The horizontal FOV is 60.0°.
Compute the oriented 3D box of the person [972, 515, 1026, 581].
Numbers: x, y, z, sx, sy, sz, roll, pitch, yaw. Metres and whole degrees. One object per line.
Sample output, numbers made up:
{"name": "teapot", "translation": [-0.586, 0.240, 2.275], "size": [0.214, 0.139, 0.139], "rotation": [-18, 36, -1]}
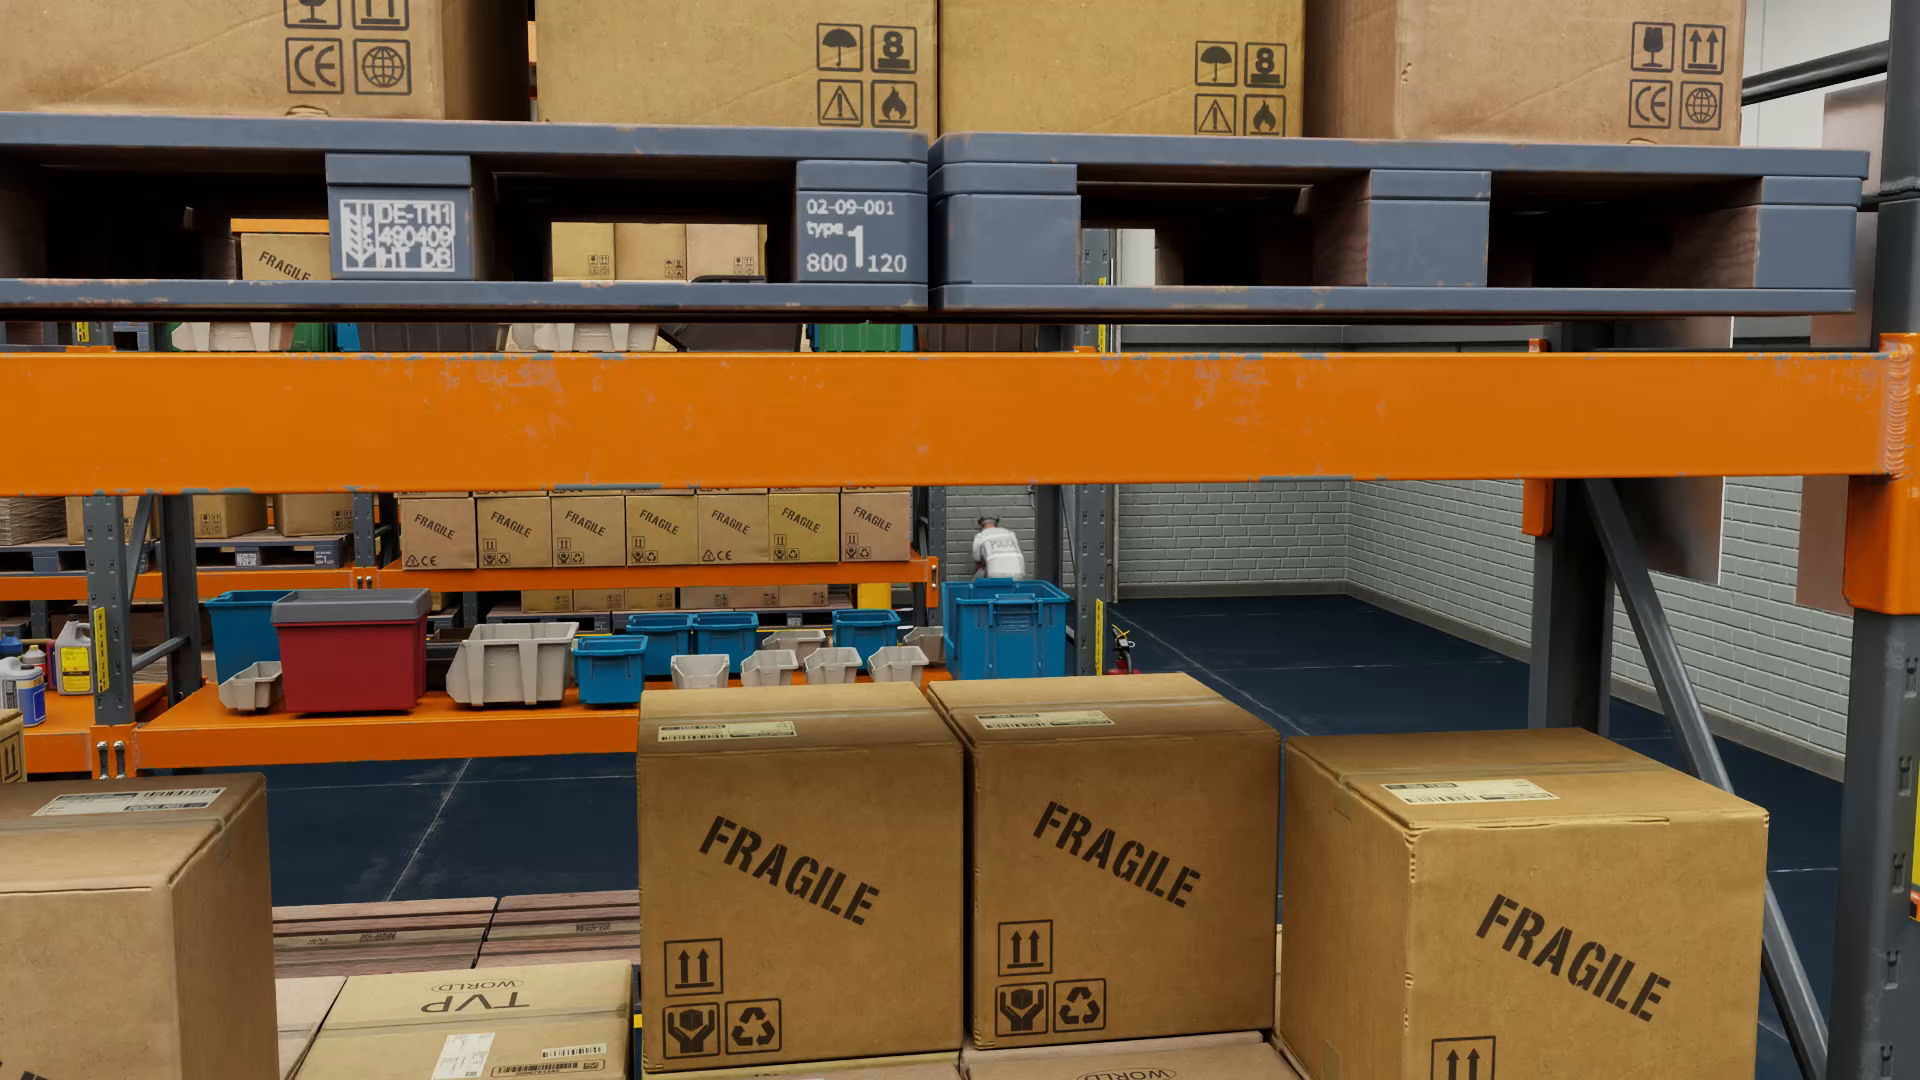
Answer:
{"name": "person", "translation": [0.422, 0.258, 18.238], "size": [0.545, 1.021, 0.912], "rotation": [-1, 7, -10]}
